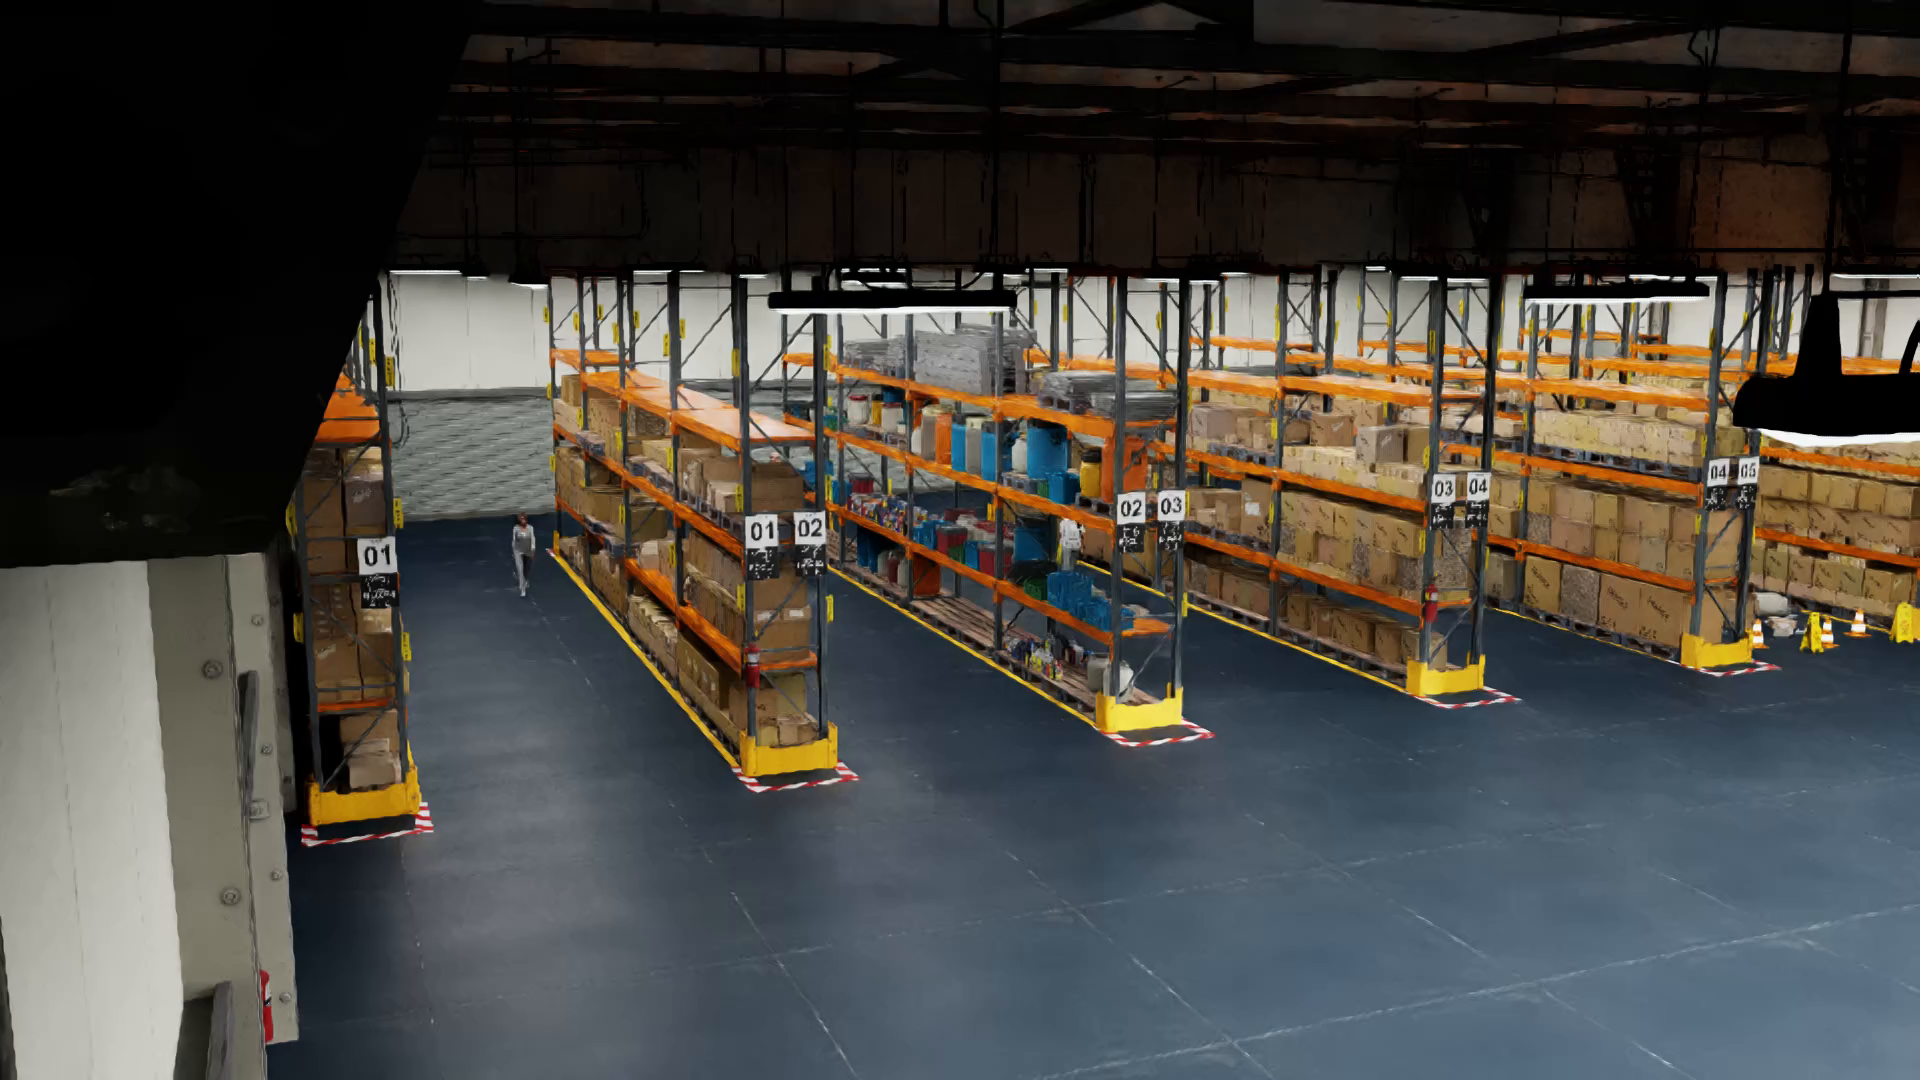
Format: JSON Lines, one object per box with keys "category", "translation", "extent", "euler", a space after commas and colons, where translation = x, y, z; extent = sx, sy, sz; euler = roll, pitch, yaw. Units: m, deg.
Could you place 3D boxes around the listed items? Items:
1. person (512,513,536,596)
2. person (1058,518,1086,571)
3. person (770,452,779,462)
{"category": "person", "translation": [-8.089, 0.233, 30.892], "extent": [0.415, 1.504, 1.041], "euler": [-4, 11, -24]}
{"category": "person", "translation": [2.105, 0.127, 31.260], "extent": [0.477, 1.590, 1.003], "euler": [-2, 10, -12]}
{"category": "person", "translation": [-4.364, -1.120, 37.969], "extent": [0.514, 1.773, 0.782], "euler": [5, 11, 26]}
